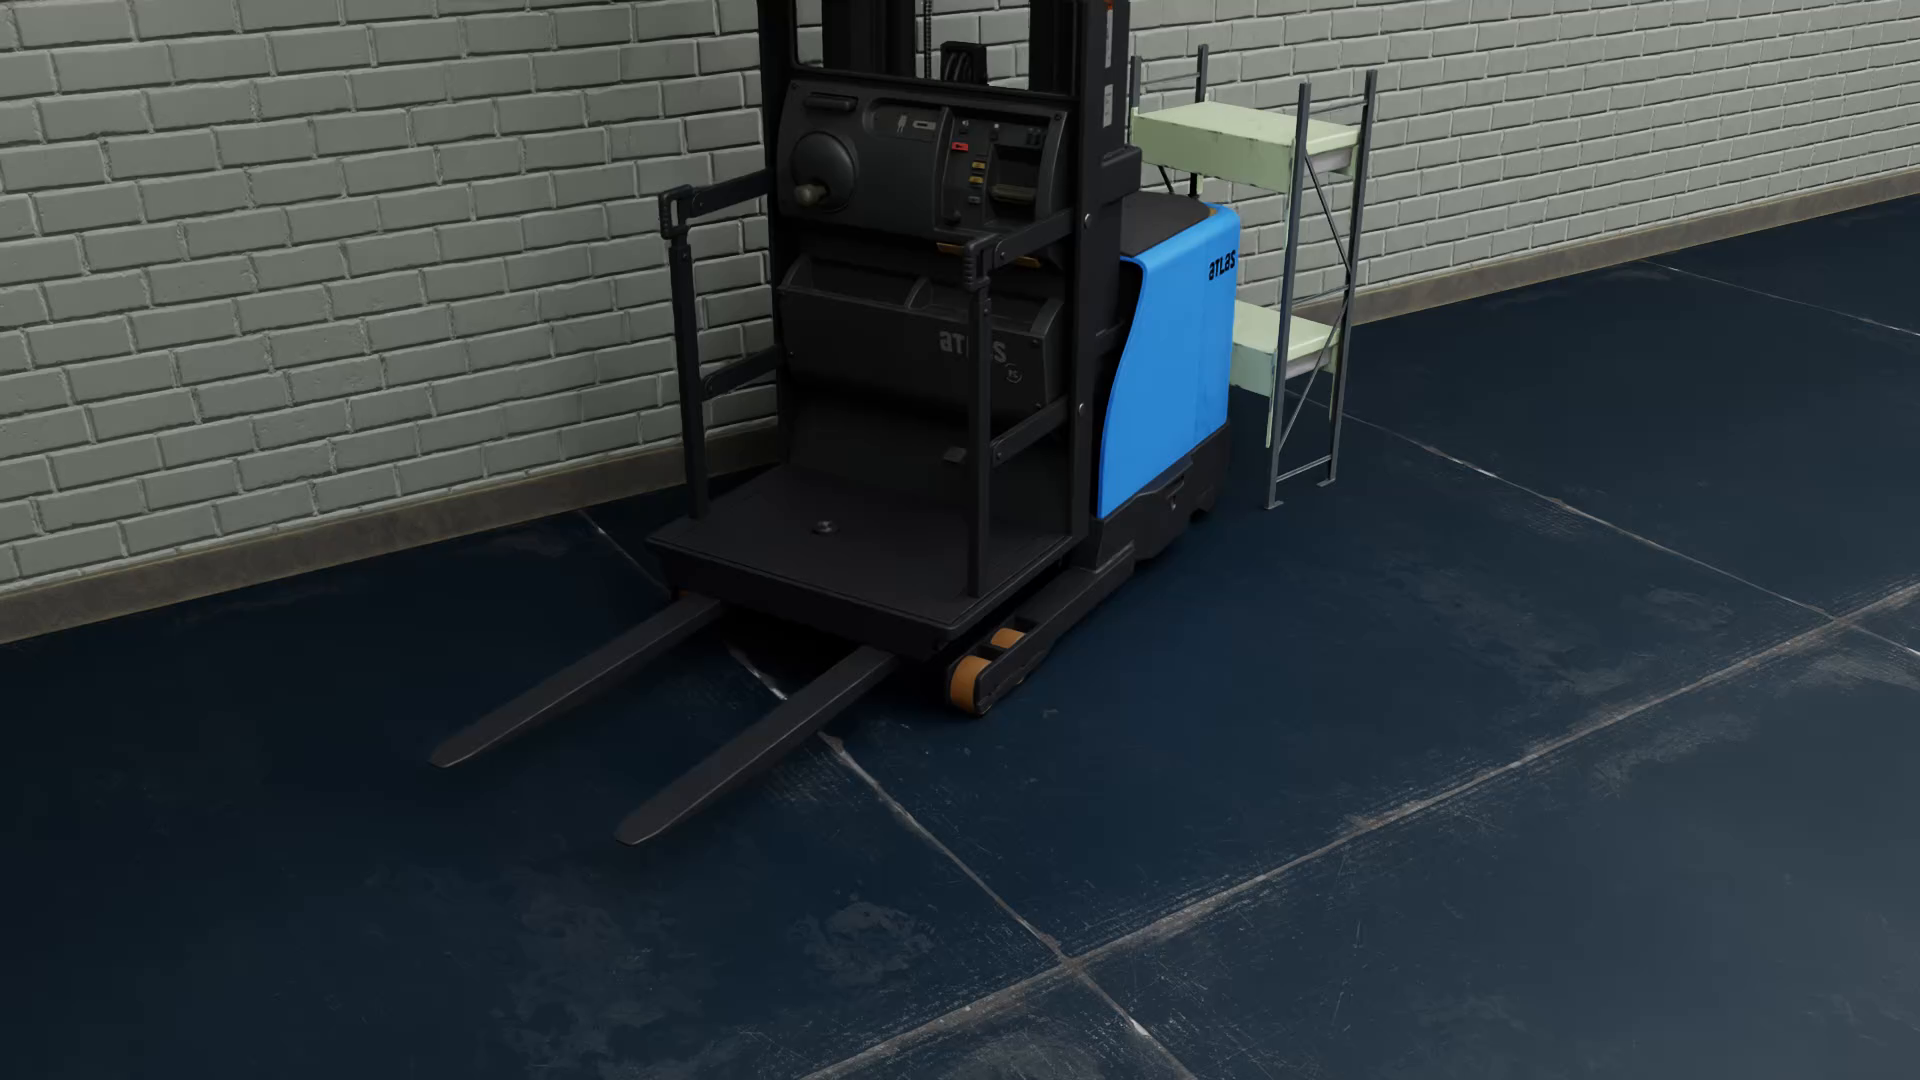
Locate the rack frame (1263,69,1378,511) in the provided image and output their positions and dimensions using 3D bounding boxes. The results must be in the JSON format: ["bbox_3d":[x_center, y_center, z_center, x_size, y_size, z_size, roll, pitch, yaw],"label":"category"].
[{"bbox_3d":[1.247,-0.843,5.780,0.400,1.500,0.023,-21,33,-38],"label":"rack frame"}]

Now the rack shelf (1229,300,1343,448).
[{"bbox_3d":[1.000,-0.664,6.163,0.431,0.370,0.720,-21,33,-38],"label":"rack shelf"}]

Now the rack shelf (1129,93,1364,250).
[{"bbox_3d":[1.000,-1.312,5.858,0.431,0.370,0.720,-21,33,-38],"label":"rack shelf"}]

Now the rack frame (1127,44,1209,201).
[{"bbox_3d":[0.753,-1.074,6.269,0.400,1.500,0.023,-21,33,-38],"label":"rack frame"}]

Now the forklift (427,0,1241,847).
[{"bbox_3d":[-0.234,-1.057,4.556,1.130,2.935,3.031,15,29,28],"label":"forklift"}]

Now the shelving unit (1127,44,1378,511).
[{"bbox_3d":[1.000,-0.959,6.024,0.431,1.500,0.755,-21,33,-38],"label":"shelving unit"}]
